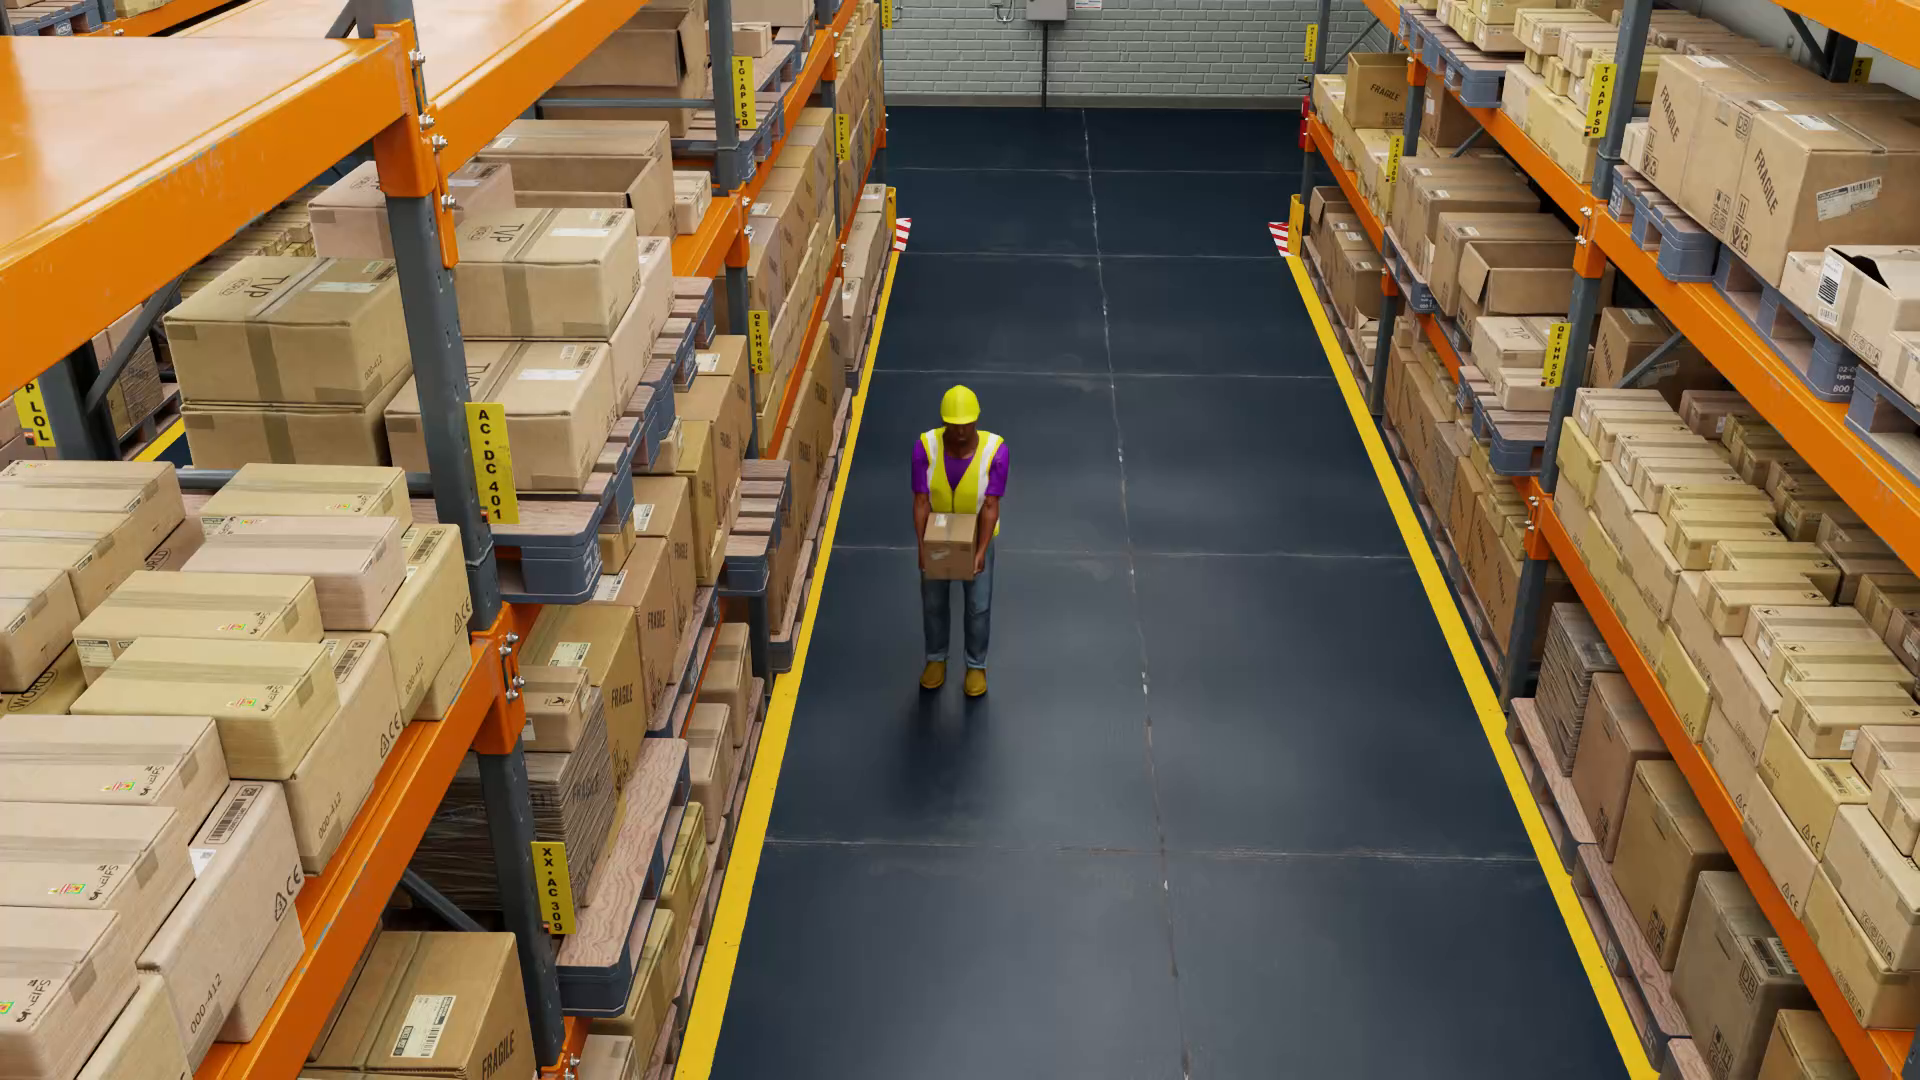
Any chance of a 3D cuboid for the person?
[{"bbox_3d":[-0.008,0.024,8.793,0.505,1.756,0.577,3,28,6],"label":"person"}]
